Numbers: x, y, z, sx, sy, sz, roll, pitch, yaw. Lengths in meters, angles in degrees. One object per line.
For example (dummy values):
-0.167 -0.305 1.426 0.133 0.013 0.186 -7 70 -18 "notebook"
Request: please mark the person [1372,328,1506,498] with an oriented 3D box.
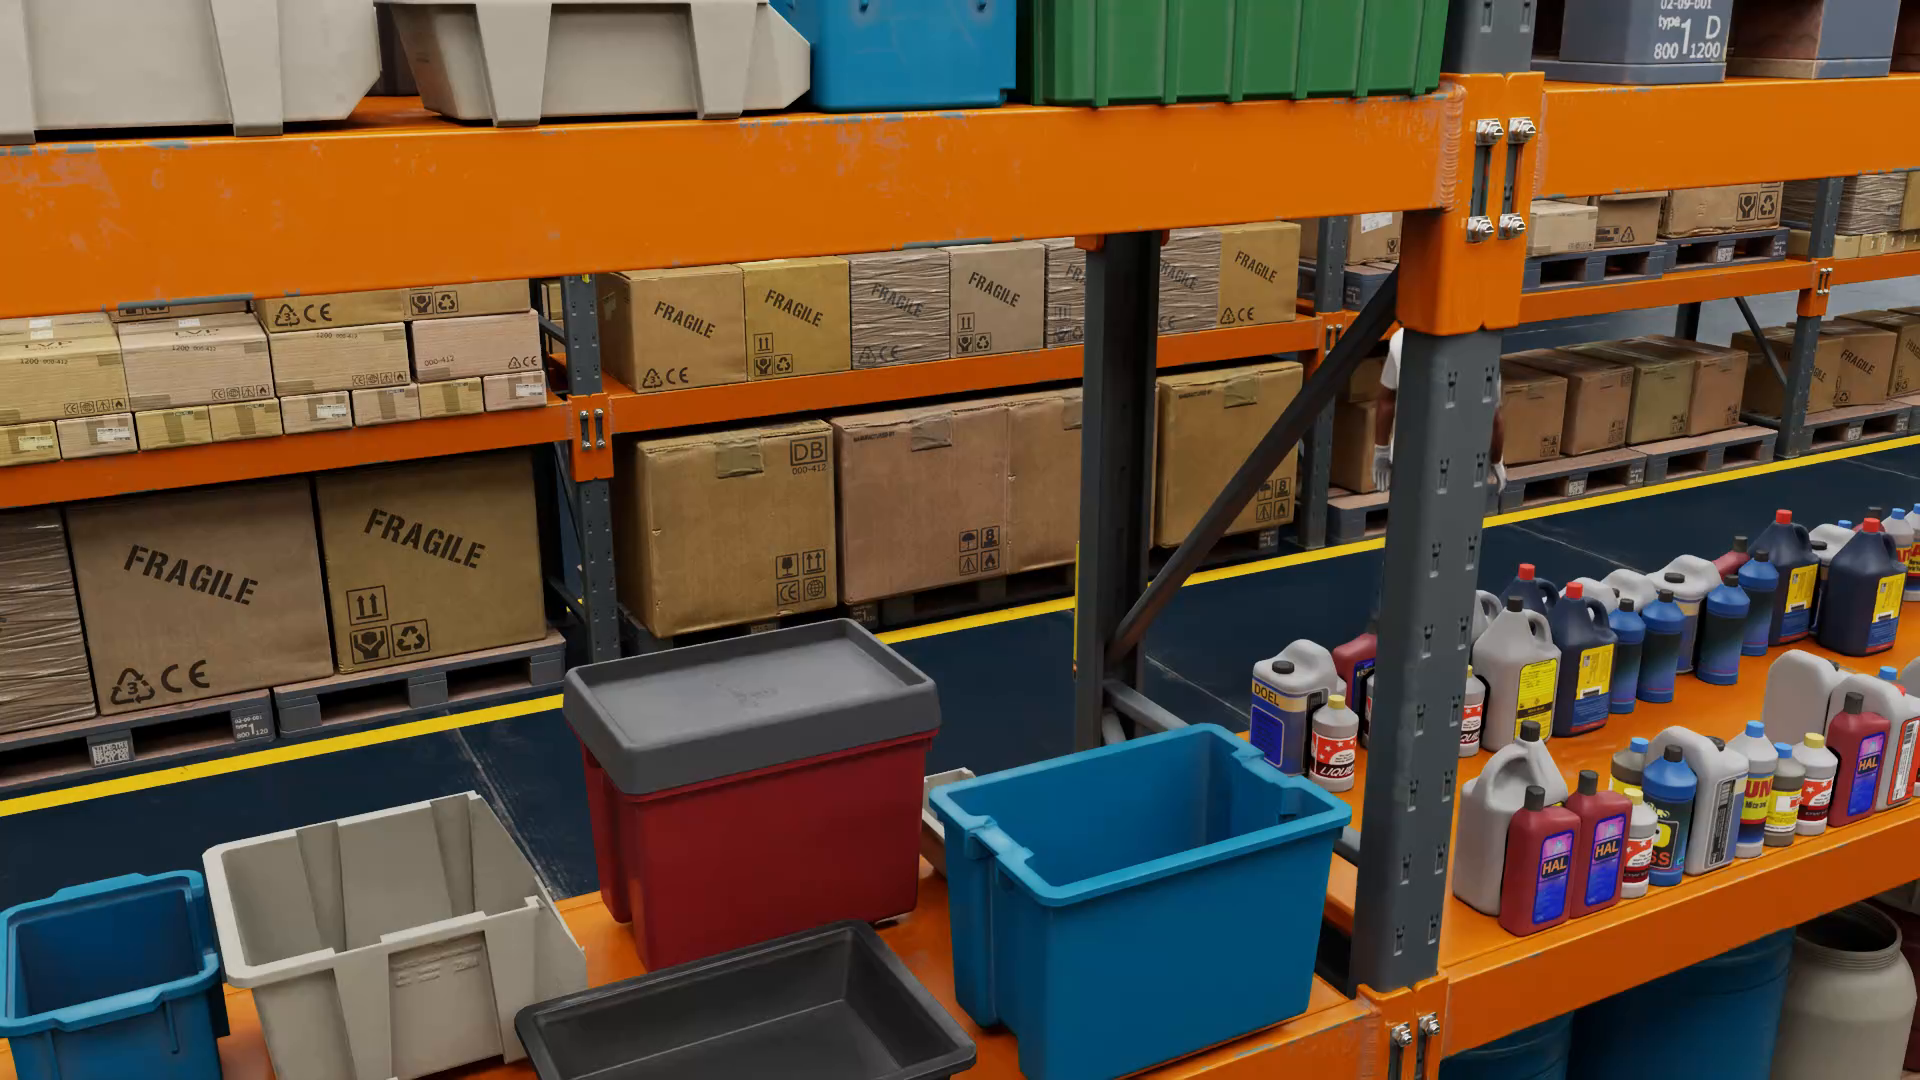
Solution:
2.180 -0.332 7.517 0.476 1.826 0.559 -13 22 -35 "person"
